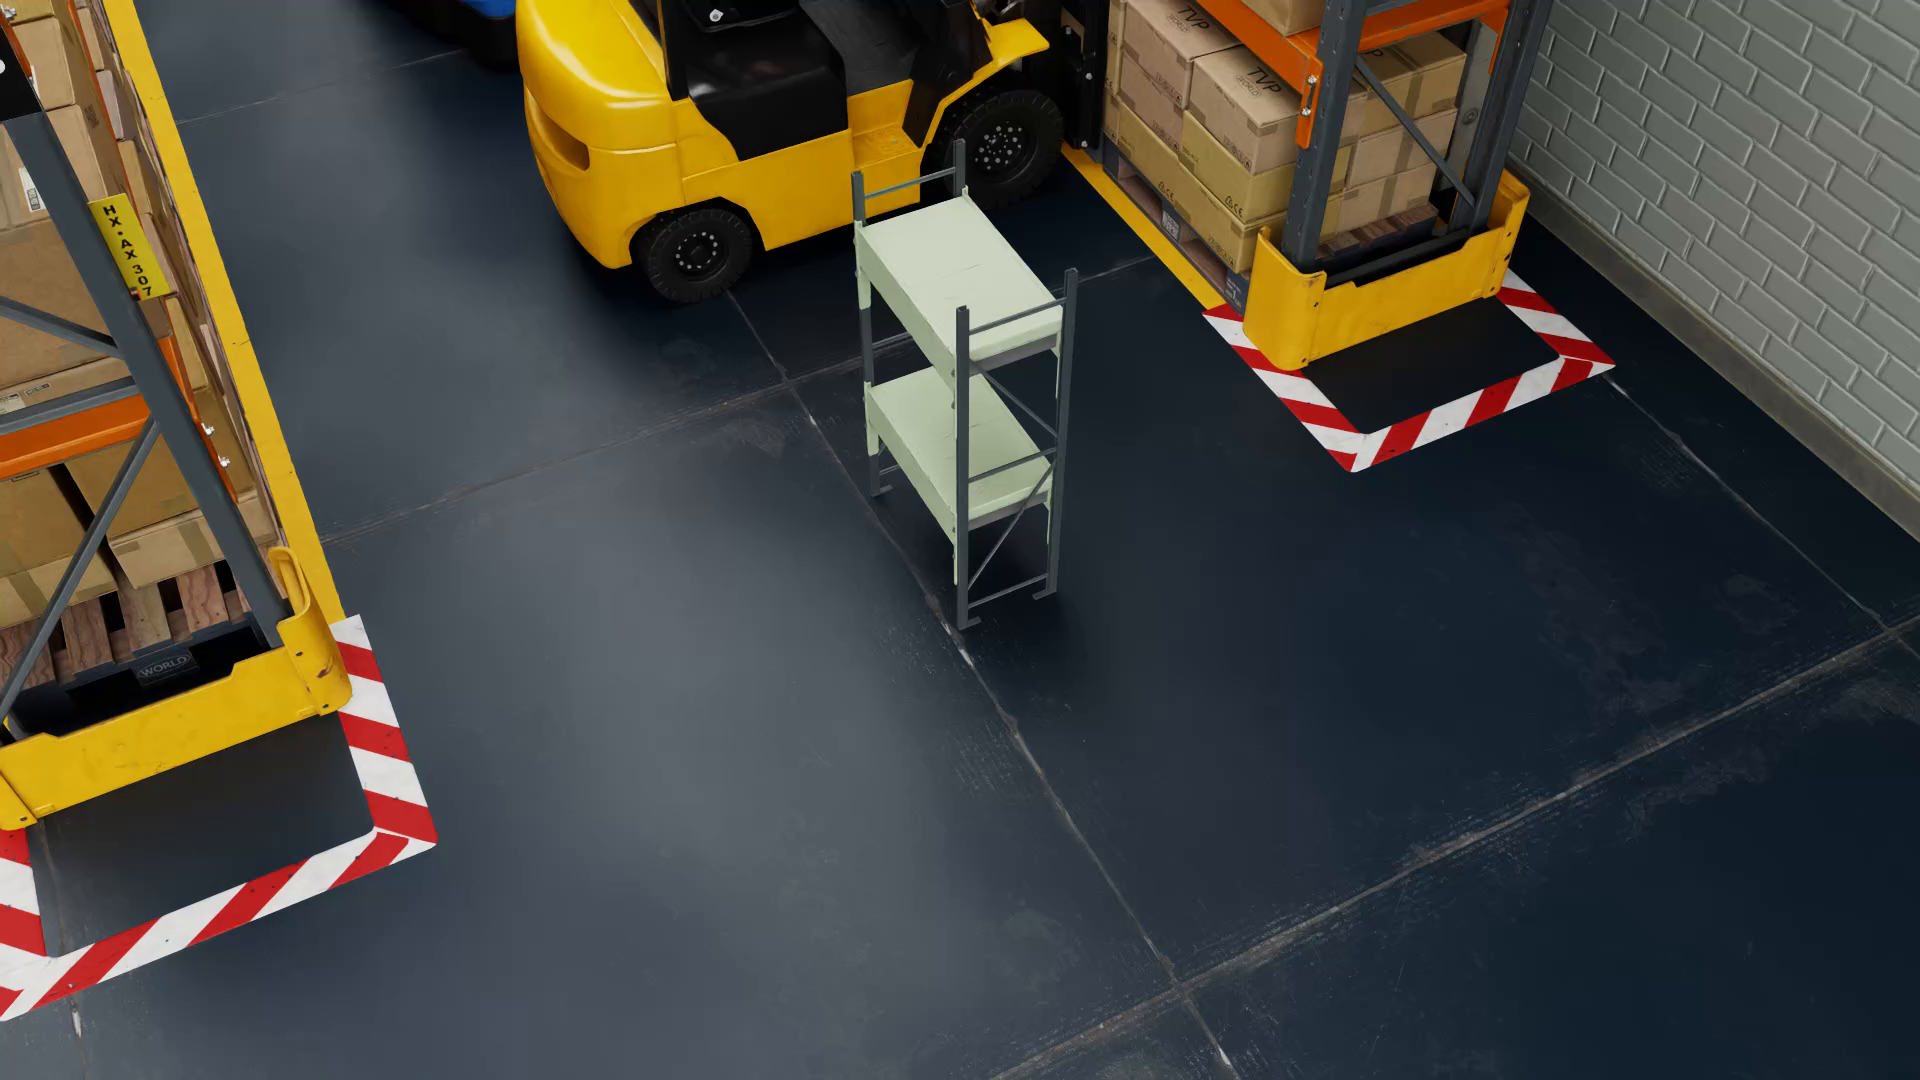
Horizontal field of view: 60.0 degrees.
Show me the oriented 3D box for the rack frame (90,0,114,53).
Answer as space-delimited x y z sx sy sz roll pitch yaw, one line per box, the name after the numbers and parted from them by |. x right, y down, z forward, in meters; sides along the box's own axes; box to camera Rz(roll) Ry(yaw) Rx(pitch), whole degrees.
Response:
-4.484 -2.965 6.851 1.000 3.000 0.127 -21 52 -18 | rack frame

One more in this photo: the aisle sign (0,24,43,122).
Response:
-2.350 -1.209 3.588 0.394 0.787 0.004 -21 52 -18 | aisle sign

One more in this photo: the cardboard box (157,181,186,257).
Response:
-3.494 -1.200 6.855 0.500 0.250 0.500 -20 52 -17 | cardboard box

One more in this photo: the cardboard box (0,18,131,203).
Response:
-2.864 -1.177 5.022 0.500 0.500 0.500 -20 52 -16 | cardboard box

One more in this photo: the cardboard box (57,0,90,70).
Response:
-3.338 -1.855 5.616 0.500 0.500 0.500 -22 52 -18 | cardboard box

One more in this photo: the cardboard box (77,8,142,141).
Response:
-3.741 -1.802 6.882 0.500 0.500 0.500 -20 52 -17 | cardboard box

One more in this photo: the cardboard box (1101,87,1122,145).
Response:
0.822 -2.113 7.653 0.500 0.250 0.500 -21 52 -17 | cardboard box

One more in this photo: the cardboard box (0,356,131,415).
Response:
-2.625 -0.504 4.865 0.380 0.149 0.250 -21 52 -17 | cardboard box

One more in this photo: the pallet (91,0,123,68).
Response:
-4.842 -2.568 8.355 1.003 0.211 1.213 -21 52 -18 | pallet

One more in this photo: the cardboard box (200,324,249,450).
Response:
-3.004 -0.500 6.242 0.500 0.250 0.500 -19 52 -16 | cardboard box

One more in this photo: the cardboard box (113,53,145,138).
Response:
-3.975 -1.895 7.462 0.500 0.250 0.500 -19 52 -16 | cardboard box

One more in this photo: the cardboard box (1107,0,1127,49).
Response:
0.791 -2.437 7.272 0.500 0.250 0.500 -21 52 -17 | cardboard box

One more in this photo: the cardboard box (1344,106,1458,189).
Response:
1.727 -1.784 7.033 0.500 0.250 0.500 -20 52 -17 | cardboard box

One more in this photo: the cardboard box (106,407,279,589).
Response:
-2.777 -0.156 5.941 0.500 0.250 0.500 -22 52 -18 | cardboard box

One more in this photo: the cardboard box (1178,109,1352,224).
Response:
1.257 -1.616 6.886 0.500 0.250 0.500 -22 52 -18 | cardboard box

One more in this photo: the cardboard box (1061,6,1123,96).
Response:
0.782 -2.293 7.479 0.500 0.250 0.500 -22 52 -18 | cardboard box

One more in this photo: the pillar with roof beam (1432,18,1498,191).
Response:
-1.587 -3.269 3.131 9.100 9.000 0.400 -21 52 -18 | pillar with roof beam

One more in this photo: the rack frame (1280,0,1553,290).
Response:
1.758 -2.000 6.007 1.000 3.000 0.127 -21 52 -18 | rack frame

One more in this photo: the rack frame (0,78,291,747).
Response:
-2.654 -0.288 4.509 1.000 3.000 0.127 -21 52 -18 | rack frame

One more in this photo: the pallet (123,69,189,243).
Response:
-4.146 -1.610 7.518 1.003 0.211 1.213 -21 52 -18 | pallet

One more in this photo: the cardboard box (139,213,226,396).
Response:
-3.032 -0.767 5.978 0.500 0.500 0.500 -23 53 -19 | cardboard box

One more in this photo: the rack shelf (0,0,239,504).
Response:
-3.569 -1.390 5.951 1.077 0.370 4.000 -21 52 -18 | rack shelf

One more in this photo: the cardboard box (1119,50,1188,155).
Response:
1.037 -1.955 7.183 0.500 0.250 0.500 -22 52 -18 | cardboard box

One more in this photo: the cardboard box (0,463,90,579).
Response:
-3.252 -0.214 5.494 0.500 0.500 0.500 -21 52 -17 | cardboard box

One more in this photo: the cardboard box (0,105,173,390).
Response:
-2.624 -0.831 4.720 0.500 0.500 0.500 -22 52 -18 | cardboard box

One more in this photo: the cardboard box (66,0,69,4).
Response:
-3.598 -2.093 6.255 0.380 0.149 0.250 -22 52 -18 | cardboard box

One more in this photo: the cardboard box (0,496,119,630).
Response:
-3.274 0.015 5.792 0.500 0.250 0.500 -21 52 -18 | cardboard box

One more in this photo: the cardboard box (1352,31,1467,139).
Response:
1.706 -1.949 6.845 0.500 0.250 0.500 -22 52 -18 | cardboard box

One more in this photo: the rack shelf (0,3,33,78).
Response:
-3.569 -2.377 4.821 1.077 0.370 4.000 -21 52 -18 | rack shelf

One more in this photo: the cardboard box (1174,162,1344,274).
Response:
1.262 -1.439 7.063 0.500 0.250 0.500 -21 52 -17 | cardboard box

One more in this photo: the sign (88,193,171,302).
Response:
-2.172 -0.760 4.347 0.100 0.325 0.005 -21 52 -18 | sign

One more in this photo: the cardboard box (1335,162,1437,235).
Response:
1.707 -1.629 7.230 0.500 0.250 0.500 -21 52 -17 | cardboard box

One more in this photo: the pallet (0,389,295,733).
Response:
-3.029 0.023 6.089 1.003 0.211 1.213 -21 52 -18 | pallet

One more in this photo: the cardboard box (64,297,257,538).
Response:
-2.789 -0.419 5.673 0.500 0.500 0.500 -23 53 -19 | cardboard box

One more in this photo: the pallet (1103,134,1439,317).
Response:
1.371 -1.580 7.491 1.003 0.211 1.213 -21 52 -18 | pallet

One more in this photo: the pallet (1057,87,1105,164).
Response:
0.816 -2.395 8.204 1.003 0.211 1.213 -21 52 -18 | pallet

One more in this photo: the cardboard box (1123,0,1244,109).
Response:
1.031 -2.103 6.980 0.500 0.250 0.500 -20 52 -17 | cardboard box

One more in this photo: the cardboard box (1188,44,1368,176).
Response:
1.270 -1.763 6.683 0.500 0.250 0.500 -20 52 -16 | cardboard box

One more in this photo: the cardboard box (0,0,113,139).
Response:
-3.098 -1.517 5.320 0.500 0.500 0.500 -22 52 -18 | cardboard box

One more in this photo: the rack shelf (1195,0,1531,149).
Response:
0.843 -3.102 7.448 1.077 0.370 4.000 -21 52 -18 | rack shelf

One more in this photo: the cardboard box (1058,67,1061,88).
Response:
0.564 -2.453 7.950 0.500 0.250 0.500 -20 52 -16 | cardboard box

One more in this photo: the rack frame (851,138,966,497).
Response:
-0.164 -0.734 5.896 0.400 1.500 0.023 -21 52 -18 | rack frame

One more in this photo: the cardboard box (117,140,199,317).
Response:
-3.254 -1.106 6.274 0.500 0.500 0.500 -20 52 -17 | cardboard box

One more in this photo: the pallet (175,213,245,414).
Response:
-3.583 -0.792 6.803 1.003 0.211 1.213 -21 52 -18 | pallet

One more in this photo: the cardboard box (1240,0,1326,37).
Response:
1.299 -2.272 6.178 0.500 0.500 0.500 -22 52 -18 | cardboard box

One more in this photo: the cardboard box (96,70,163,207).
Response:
-3.506 -1.460 6.584 0.500 0.500 0.500 -19 51 -16 | cardboard box

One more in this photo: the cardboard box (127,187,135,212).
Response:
-2.878 -1.059 5.350 0.380 0.149 0.250 -20 52 -17 | cardboard box

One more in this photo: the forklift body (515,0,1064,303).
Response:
-0.732 -2.361 6.886 2.313 2.155 1.214 -21 52 -18 | forklift body

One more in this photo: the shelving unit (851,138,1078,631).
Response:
0.003 -0.489 5.682 0.431 1.500 0.755 -21 52 -18 | shelving unit

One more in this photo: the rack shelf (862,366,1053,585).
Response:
0.003 -0.275 5.927 0.431 0.370 0.720 -21 52 -18 | rack shelf

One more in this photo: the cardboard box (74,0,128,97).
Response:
-3.975 -2.141 7.180 0.500 0.500 0.500 -22 52 -18 | cardboard box

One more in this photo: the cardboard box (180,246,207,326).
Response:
-3.265 -0.861 6.558 0.500 0.250 0.500 -18 51 -15 | cardboard box

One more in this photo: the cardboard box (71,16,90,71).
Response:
-3.358 -1.752 5.957 0.380 0.149 0.250 -21 52 -17 | cardboard box

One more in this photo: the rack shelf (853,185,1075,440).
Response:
0.003 -0.746 5.388 0.431 0.370 0.720 -21 52 -18 | rack shelf

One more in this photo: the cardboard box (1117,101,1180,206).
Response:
1.043 -1.775 7.357 0.500 0.250 0.500 -21 52 -18 | cardboard box

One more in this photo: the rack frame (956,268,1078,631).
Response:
0.171 -0.244 5.467 0.400 1.500 0.023 -21 52 -18 | rack frame

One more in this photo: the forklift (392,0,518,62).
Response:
-2.982 -4.315 8.077 3.031 2.935 1.130 35 58 27 | forklift

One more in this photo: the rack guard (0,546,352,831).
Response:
-2.689 0.484 5.494 1.175 0.500 0.348 -21 52 -18 | rack guard

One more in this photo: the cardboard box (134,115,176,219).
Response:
-3.722 -1.542 7.154 0.500 0.250 0.500 -22 53 -18 | cardboard box

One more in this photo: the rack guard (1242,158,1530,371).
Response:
1.769 -1.161 6.933 1.175 0.500 0.348 -21 52 -18 | rack guard
